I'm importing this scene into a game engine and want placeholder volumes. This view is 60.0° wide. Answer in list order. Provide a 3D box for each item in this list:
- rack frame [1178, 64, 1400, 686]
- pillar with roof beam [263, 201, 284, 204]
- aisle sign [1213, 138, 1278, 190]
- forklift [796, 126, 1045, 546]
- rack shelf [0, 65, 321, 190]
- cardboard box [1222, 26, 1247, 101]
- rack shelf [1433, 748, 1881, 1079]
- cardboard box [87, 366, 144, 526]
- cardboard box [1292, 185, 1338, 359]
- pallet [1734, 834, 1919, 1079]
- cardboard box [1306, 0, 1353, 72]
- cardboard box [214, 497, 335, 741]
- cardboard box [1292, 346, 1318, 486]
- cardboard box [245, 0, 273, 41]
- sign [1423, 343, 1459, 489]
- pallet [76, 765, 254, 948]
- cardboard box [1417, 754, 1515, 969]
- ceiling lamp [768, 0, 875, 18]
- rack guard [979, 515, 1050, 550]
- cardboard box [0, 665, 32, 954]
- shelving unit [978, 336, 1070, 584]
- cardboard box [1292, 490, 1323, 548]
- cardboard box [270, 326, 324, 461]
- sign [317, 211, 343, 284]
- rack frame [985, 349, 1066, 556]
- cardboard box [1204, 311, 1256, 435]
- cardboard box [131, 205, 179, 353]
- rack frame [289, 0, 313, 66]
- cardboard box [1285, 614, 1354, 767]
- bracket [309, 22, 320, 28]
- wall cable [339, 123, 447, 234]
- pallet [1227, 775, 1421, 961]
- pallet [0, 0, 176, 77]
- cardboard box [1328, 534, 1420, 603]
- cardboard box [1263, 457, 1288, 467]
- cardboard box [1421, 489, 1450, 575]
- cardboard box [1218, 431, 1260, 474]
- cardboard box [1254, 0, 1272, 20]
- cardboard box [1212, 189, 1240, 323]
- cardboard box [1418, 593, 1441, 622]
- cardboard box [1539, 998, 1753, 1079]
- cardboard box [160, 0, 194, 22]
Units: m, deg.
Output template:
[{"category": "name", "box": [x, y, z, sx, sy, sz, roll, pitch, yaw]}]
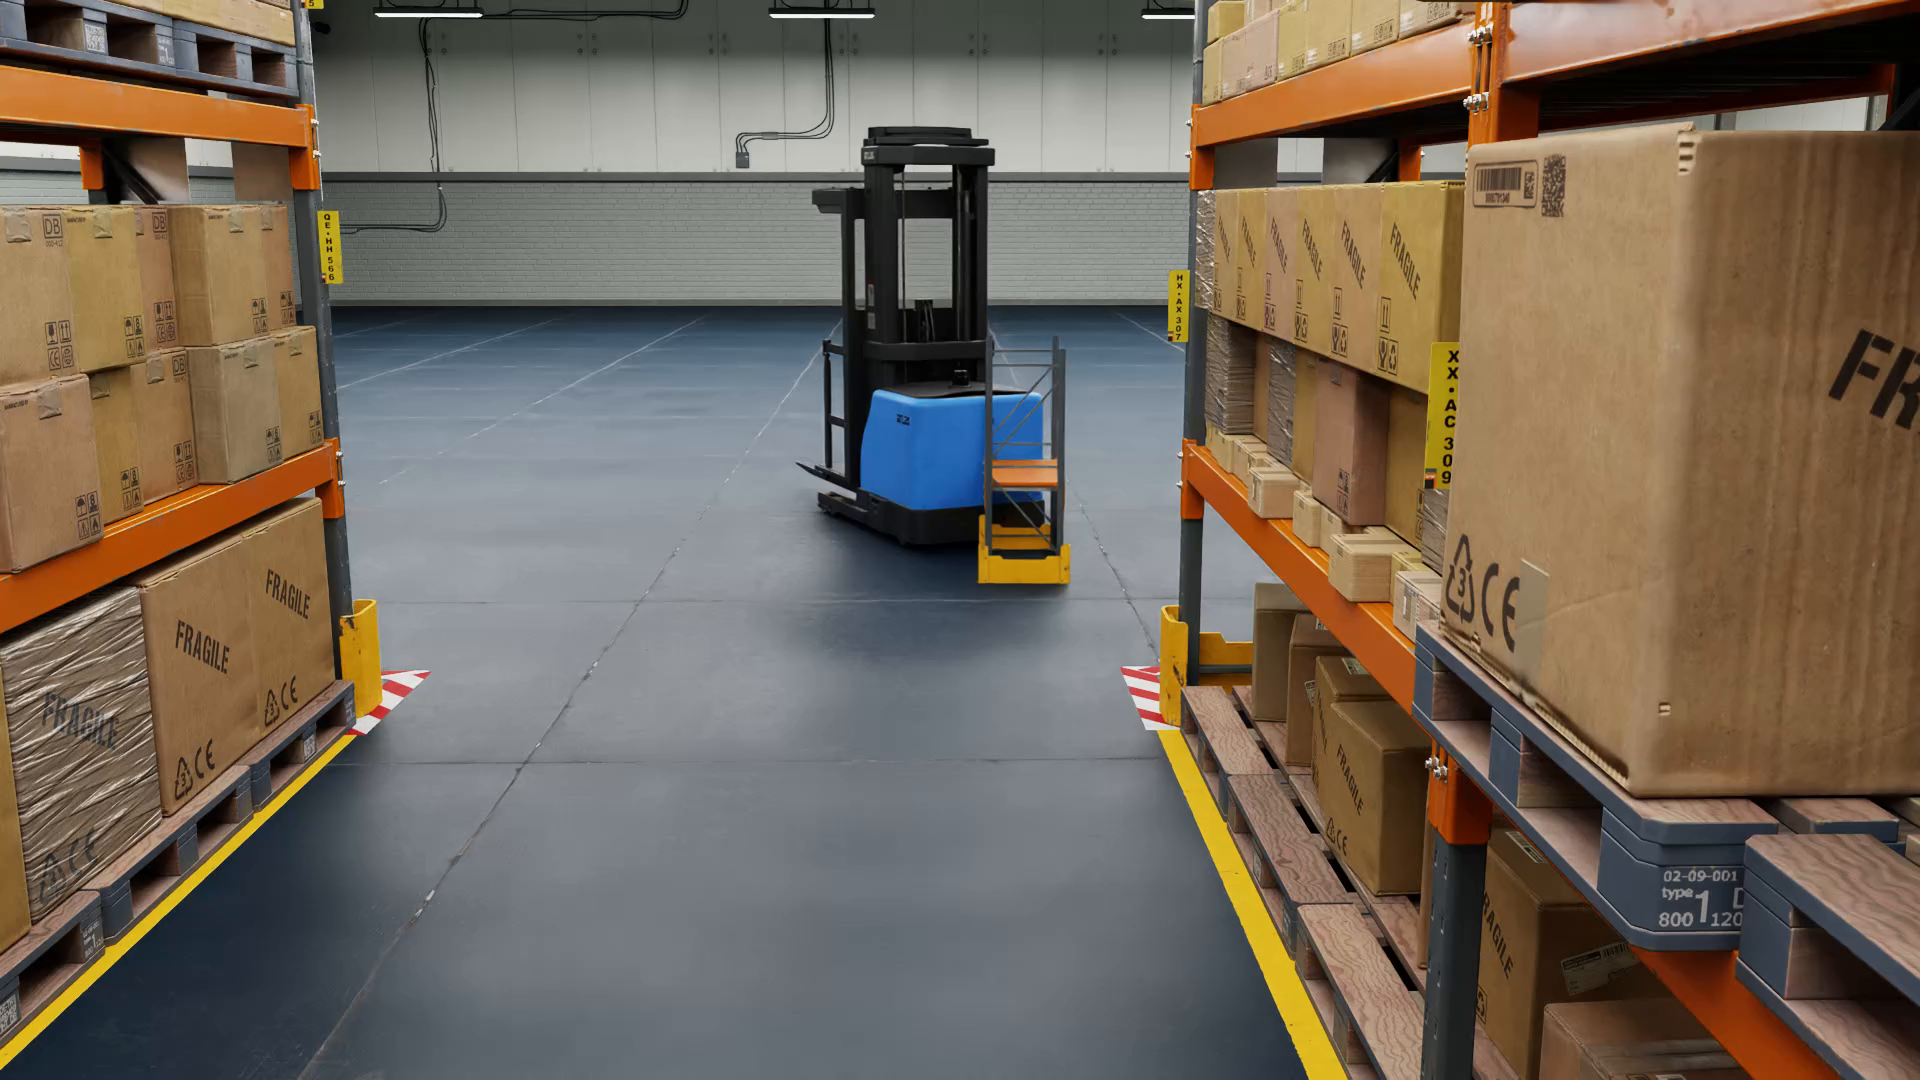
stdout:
[{"category": "rack frame", "box": [1.548, -0.649, 7.715, 1.000, 3.000, 0.127, 0, 11, -1]}, {"category": "pillar with roof beam", "box": [-10.525, -9.367, 35.595, 9.100, 9.000, 0.548, 0, 11, -1]}, {"category": "aisle sign", "box": [1.246, -1.934, 7.511, 0.394, 0.787, 0.004, 0, 11, -1]}, {"category": "forklift", "box": [-0.468, -1.645, 12.794, 1.130, 2.935, 3.031, -5, 13, -24]}, {"category": "rack shelf", "box": [-3.372, -1.369, 5.527, 1.077, 0.370, 4.000, 0, 11, -1]}, {"category": "cardboard box", "box": [1.316, -1.846, 6.449, 0.500, 0.250, 0.500, 0, 11, -2]}, {"category": "rack shelf", "box": [1.672, 0.896, 1.908, 1.077, 0.370, 4.000, 0, 11, -1]}, {"category": "cardboard box", "box": [-3.389, -0.323, 5.728, 0.875, 0.550, 0.500, 0, 11, -1]}, {"category": "cardboard box", "box": [1.325, -0.826, 5.072, 0.500, 0.500, 0.500, 0, 11, -1]}, {"category": "pallet", "box": [1.631, 0.642, 1.834, 1.003, 0.211, 1.213, 0, 11, -1]}, {"category": "cardboard box", "box": [1.344, -1.545, 4.965, 0.500, 0.250, 0.500, 0, 11, -2]}, {"category": "cardboard box", "box": [-3.333, 0.321, 7.220, 0.875, 0.875, 0.875, 0, 11, -1]}, {"category": "cardboard box", "box": [1.628, -0.437, 5.668, 0.875, 0.500, 0.500, 0, 11, -1]}, {"category": "cardboard box", "box": [-3.063, -2.136, 6.823, 0.380, 0.149, 0.250, 0, 11, -1]}, {"category": "sign", "box": [1.088, -0.275, 3.691, 0.100, 0.325, 0.005, 0, 11, -1]}, {"category": "pallet", "box": [-3.296, 1.118, 6.017, 1.003, 0.211, 1.213, 0, 11, -1]}, {"category": "cardboard box", "box": [1.643, 0.972, 4.956, 0.500, 0.500, 0.500, 4, 12, 17]}, {"category": "ceiling lamp", "box": [-2.613, -11.491, 31.387, 2.000, 3.185, 0.800, 0, 11, -1]}, {"category": "rack guard", "box": [0.427, -0.045, 11.654, 0.587, 0.250, 0.087, 0, 11, 1]}, {"category": "cardboard box", "box": [-3.274, 0.856, 4.581, 0.875, 0.875, 0.875, 0, 11, 0]}, {"category": "shelving unit", "box": [0.419, -0.559, 11.042, 0.587, 1.500, 1.083, 0, 11, 1]}, {"category": "cardboard box", "box": [1.316, -0.071, 5.495, 0.380, 0.149, 0.250, 0, 11, -1]}, {"category": "cardboard box", "box": [-3.360, -0.649, 7.336, 0.875, 0.550, 0.550, 0, 11, -1]}, {"category": "sign", "box": [-2.871, -1.332, 7.572, 0.100, 0.325, 0.005, 0, 11, -1]}, {"category": "rack frame", "box": [0.411, -0.460, 10.553, 0.500, 1.500, 0.032, 0, 11, 1]}, {"category": "cardboard box", "box": [1.532, -0.735, 7.136, 0.875, 0.500, 0.500, 0, 11, -1]}, {"category": "cardboard box", "box": [-3.465, -0.957, 6.138, 0.875, 0.550, 0.550, 0, 11, -1]}, {"category": "rack frame", "box": [-3.413, -3.589, 7.117, 1.000, 3.000, 0.127, 0, 11, -1]}, {"category": "cardboard box", "box": [1.590, 0.613, 6.725, 0.500, 0.500, 0.500, 3, 12, 14]}, {"category": "bracket", "box": [-14.520, -11.551, 37.307, 0.076, 0.066, 3.189, 0, 11, -1]}, {"category": "wall cable", "box": [-13.568, -8.418, 38.730, 3.097, 2.526, 0.112, 0, 11, -1]}, {"category": "pallet", "box": [1.553, 1.136, 5.929, 1.003, 0.211, 1.213, 0, 11, -1]}, {"category": "pallet", "box": [-3.359, -1.685, 5.499, 1.003, 0.211, 1.213, 0, 11, -1]}, {"category": "cardboard box", "box": [1.275, 0.079, 4.759, 0.380, 0.149, 0.250, 0, 11, -1]}, {"category": "cardboard box", "box": [1.348, -0.220, 6.231, 0.380, 0.149, 0.250, 0, 11, -1]}, {"category": "cardboard box", "box": [1.683, -0.139, 4.198, 0.875, 0.500, 0.500, 0, 11, -1]}, {"category": "cardboard box", "box": [1.291, -0.369, 6.965, 0.380, 0.149, 0.250, 0, 11, -1]}, {"category": "cardboard box", "box": [1.294, -1.981, 6.110, 0.380, 0.149, 0.250, 0, 11, -1]}, {"category": "cardboard box", "box": [1.290, -1.124, 6.542, 0.500, 0.500, 0.500, 0, 11, -1]}, {"category": "cardboard box", "box": [1.332, 0.227, 4.025, 0.380, 0.149, 0.250, 0, 11, -1]}, {"category": "cardboard box", "box": [1.621, 1.277, 3.398, 0.700, 0.500, 0.500, -1, 12, -6]}, {"category": "cardboard box", "box": [-3.047, -1.984, 6.072, 0.380, 0.149, 0.250, 0, 11, -2]}]
